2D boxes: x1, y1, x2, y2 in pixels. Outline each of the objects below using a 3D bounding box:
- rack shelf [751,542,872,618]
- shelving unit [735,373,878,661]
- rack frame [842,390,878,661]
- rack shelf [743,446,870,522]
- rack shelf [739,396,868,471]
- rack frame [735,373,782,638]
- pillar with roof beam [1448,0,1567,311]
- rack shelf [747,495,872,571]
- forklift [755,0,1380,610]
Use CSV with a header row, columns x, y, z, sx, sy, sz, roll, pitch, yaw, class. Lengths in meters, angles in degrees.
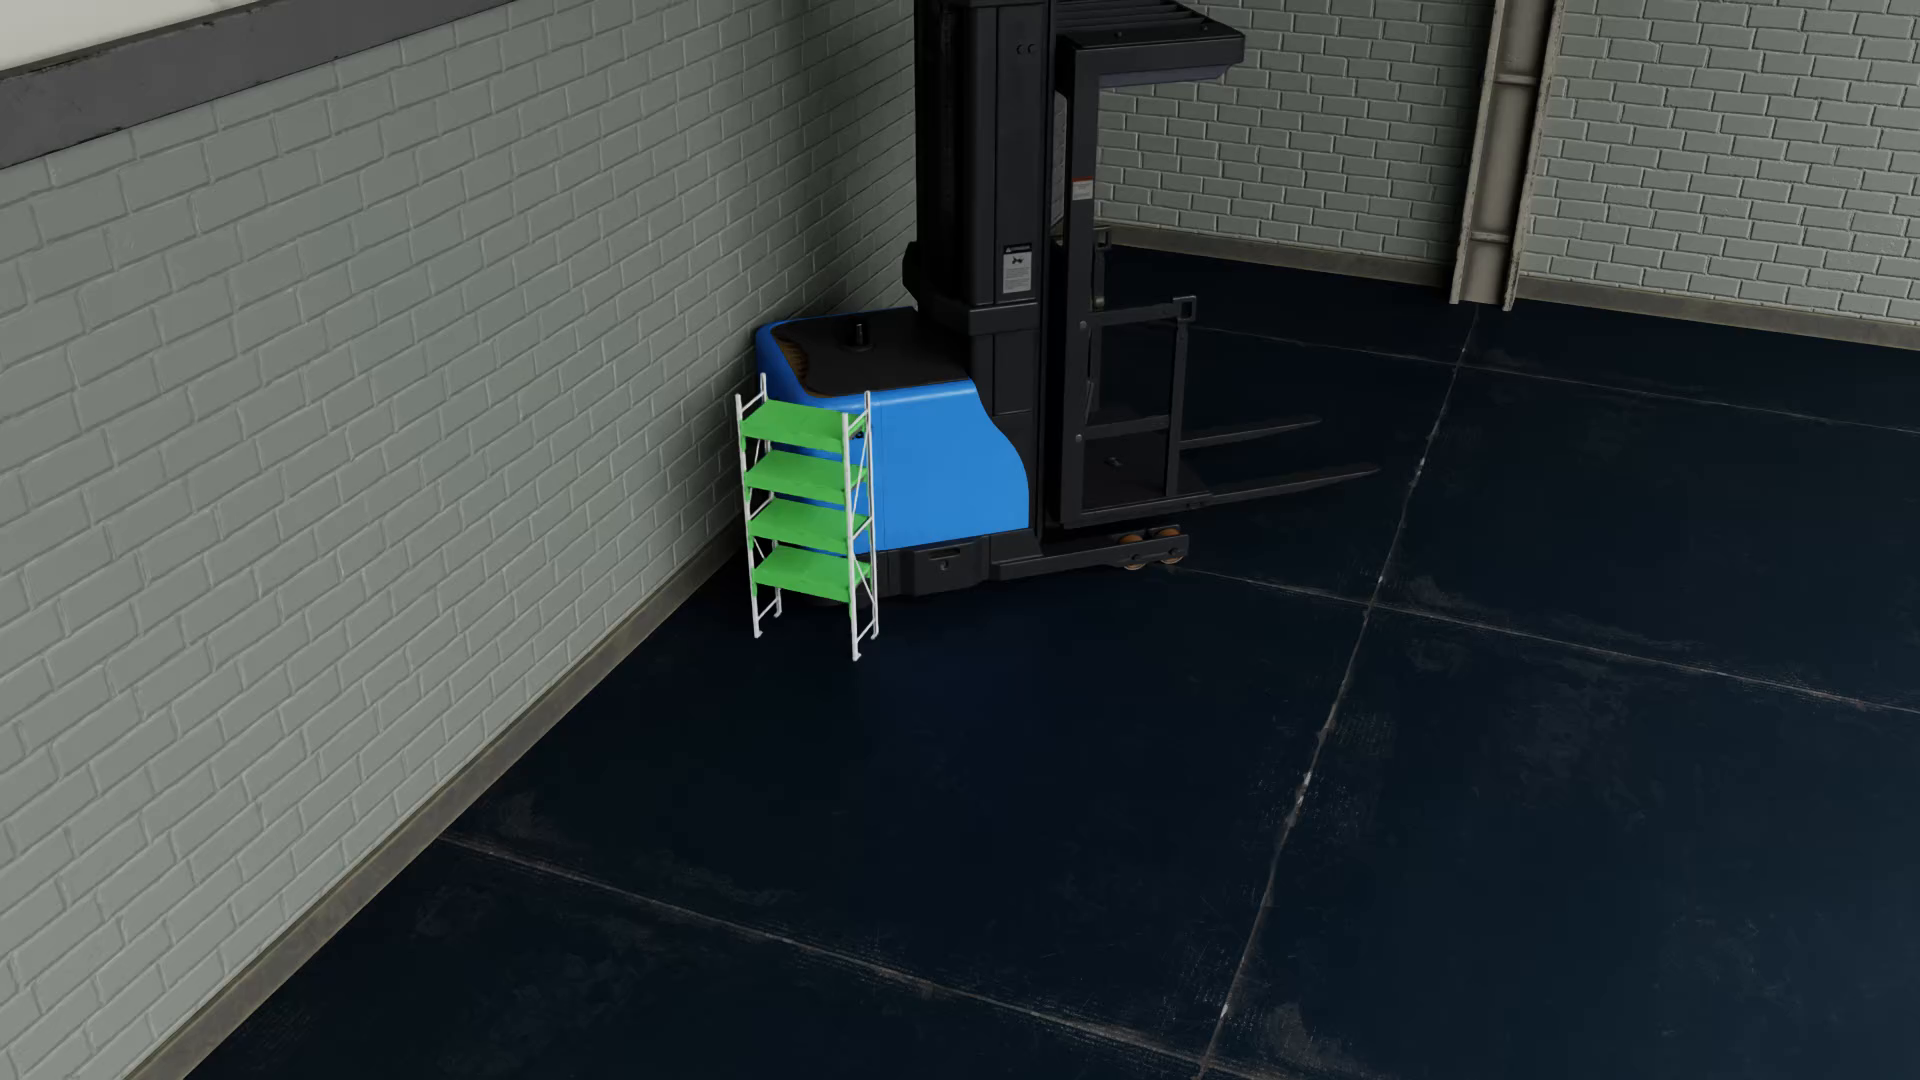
x,y,z,sx,sy,sz,roll,pitch,yaw,class
-0.647,0.173,7.338,0.480,0.148,0.258,11,32,19,rack shelf
-0.649,-0.090,7.186,0.503,1.200,0.258,11,32,19,shelving unit
-0.422,-0.045,7.107,0.015,1.200,0.240,11,32,19,rack frame
-0.650,-0.242,7.098,0.480,0.148,0.258,11,32,19,rack shelf
-0.651,-0.450,6.977,0.480,0.148,0.258,11,32,19,rack shelf
-0.875,-0.134,7.265,0.015,1.200,0.240,11,32,19,rack frame
1.864,-3.561,5.404,0.400,9.000,9.100,11,31,19,pillar with roof beam
-0.649,-0.034,7.218,0.480,0.148,0.258,11,32,19,rack shelf
0.592,-1.370,7.695,3.031,2.935,1.130,-9,31,-15,forklift
